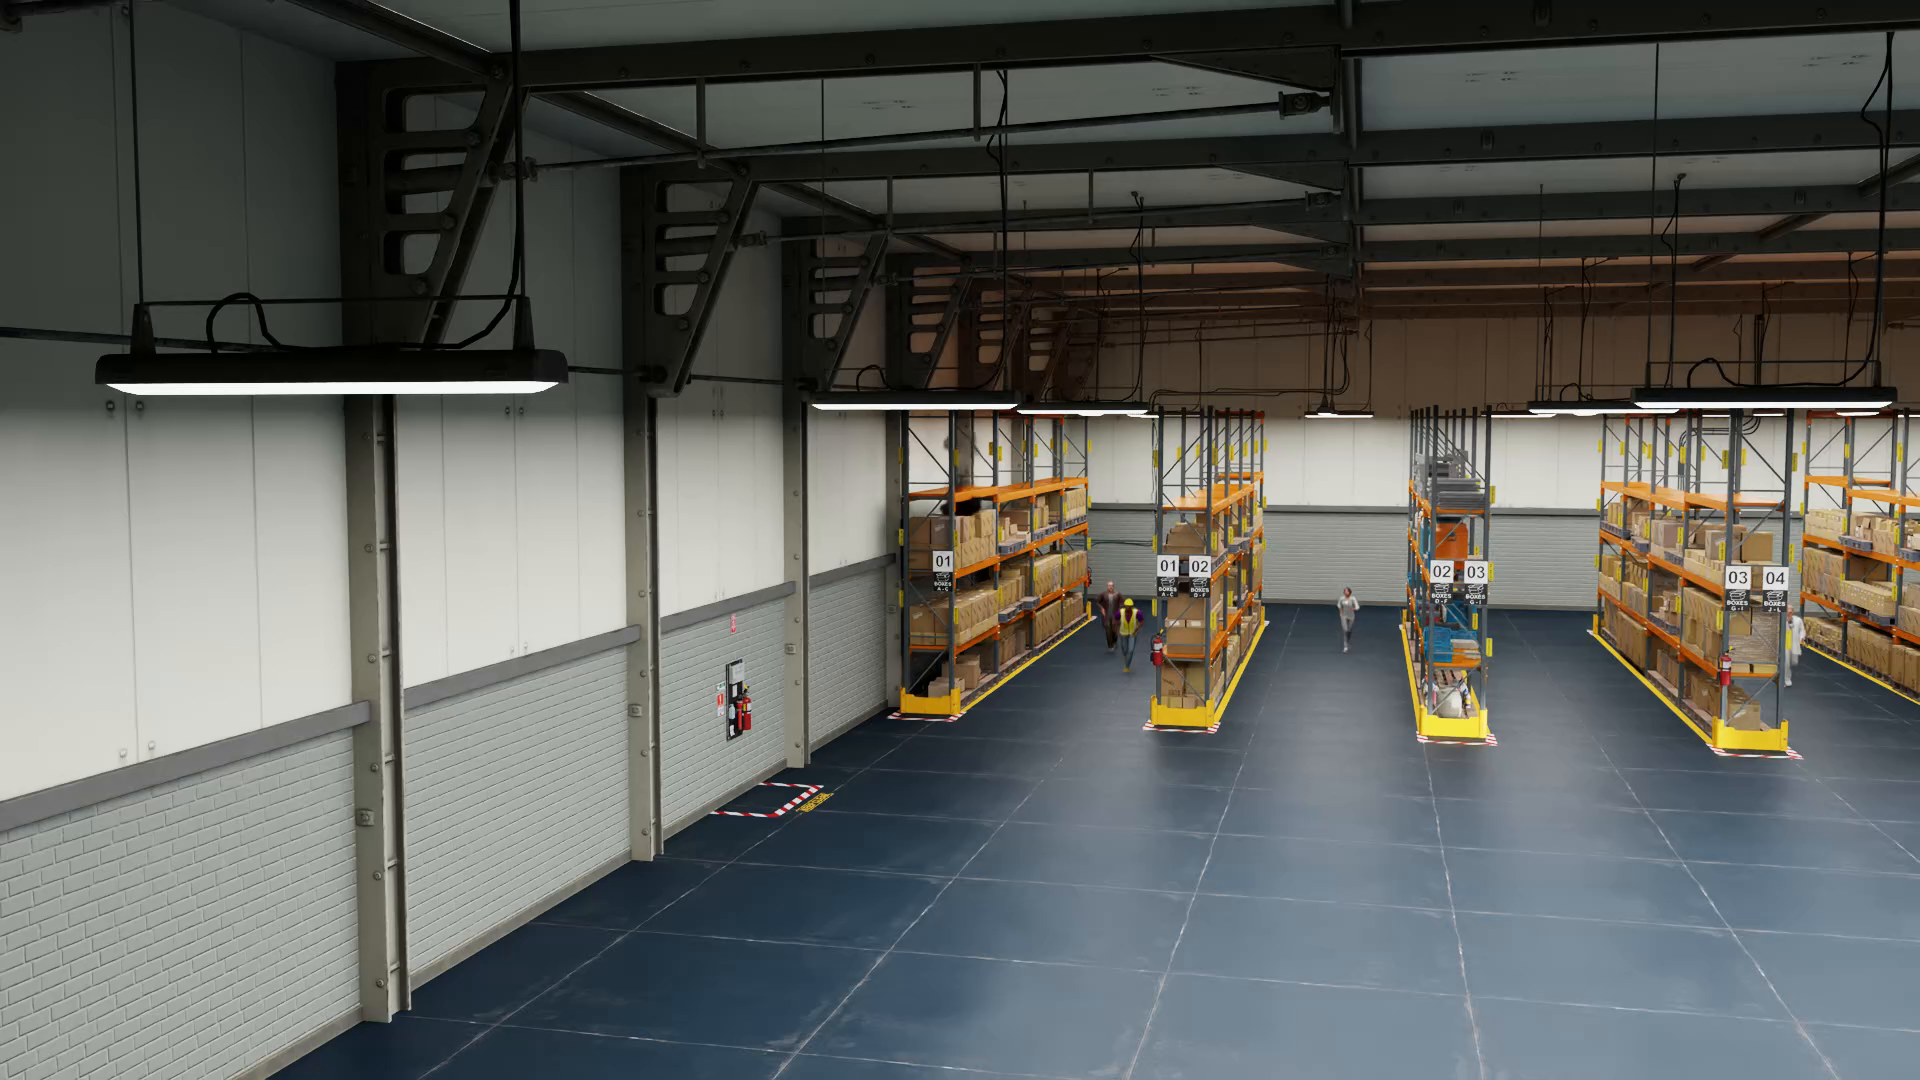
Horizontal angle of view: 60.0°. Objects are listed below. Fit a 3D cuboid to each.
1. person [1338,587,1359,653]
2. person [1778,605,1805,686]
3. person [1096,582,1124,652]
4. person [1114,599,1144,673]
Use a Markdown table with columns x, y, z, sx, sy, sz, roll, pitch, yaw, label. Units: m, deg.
| x | y | z | sx | sy | sz | roll | pitch | yaw | label |
| --- | --- | --- | --- | --- | --- | --- | --- | --- | --- |
| 9.646 | 1.962 | 41.303 | 0.524 | 1.611 | 0.820 | 1 | 4 | 14 | person |
| 18.006 | 2.272 | 36.178 | 0.712 | 1.737 | 0.642 | 1 | 4 | 13 | person |
| 3.708 | 1.901 | 41.164 | 0.707 | 1.740 | 0.633 | 0 | 4 | 5 | person |
| 3.861 | 2.173 | 38.026 | 0.697 | 1.693 | 0.839 | 0 | 4 | 4 | person |
